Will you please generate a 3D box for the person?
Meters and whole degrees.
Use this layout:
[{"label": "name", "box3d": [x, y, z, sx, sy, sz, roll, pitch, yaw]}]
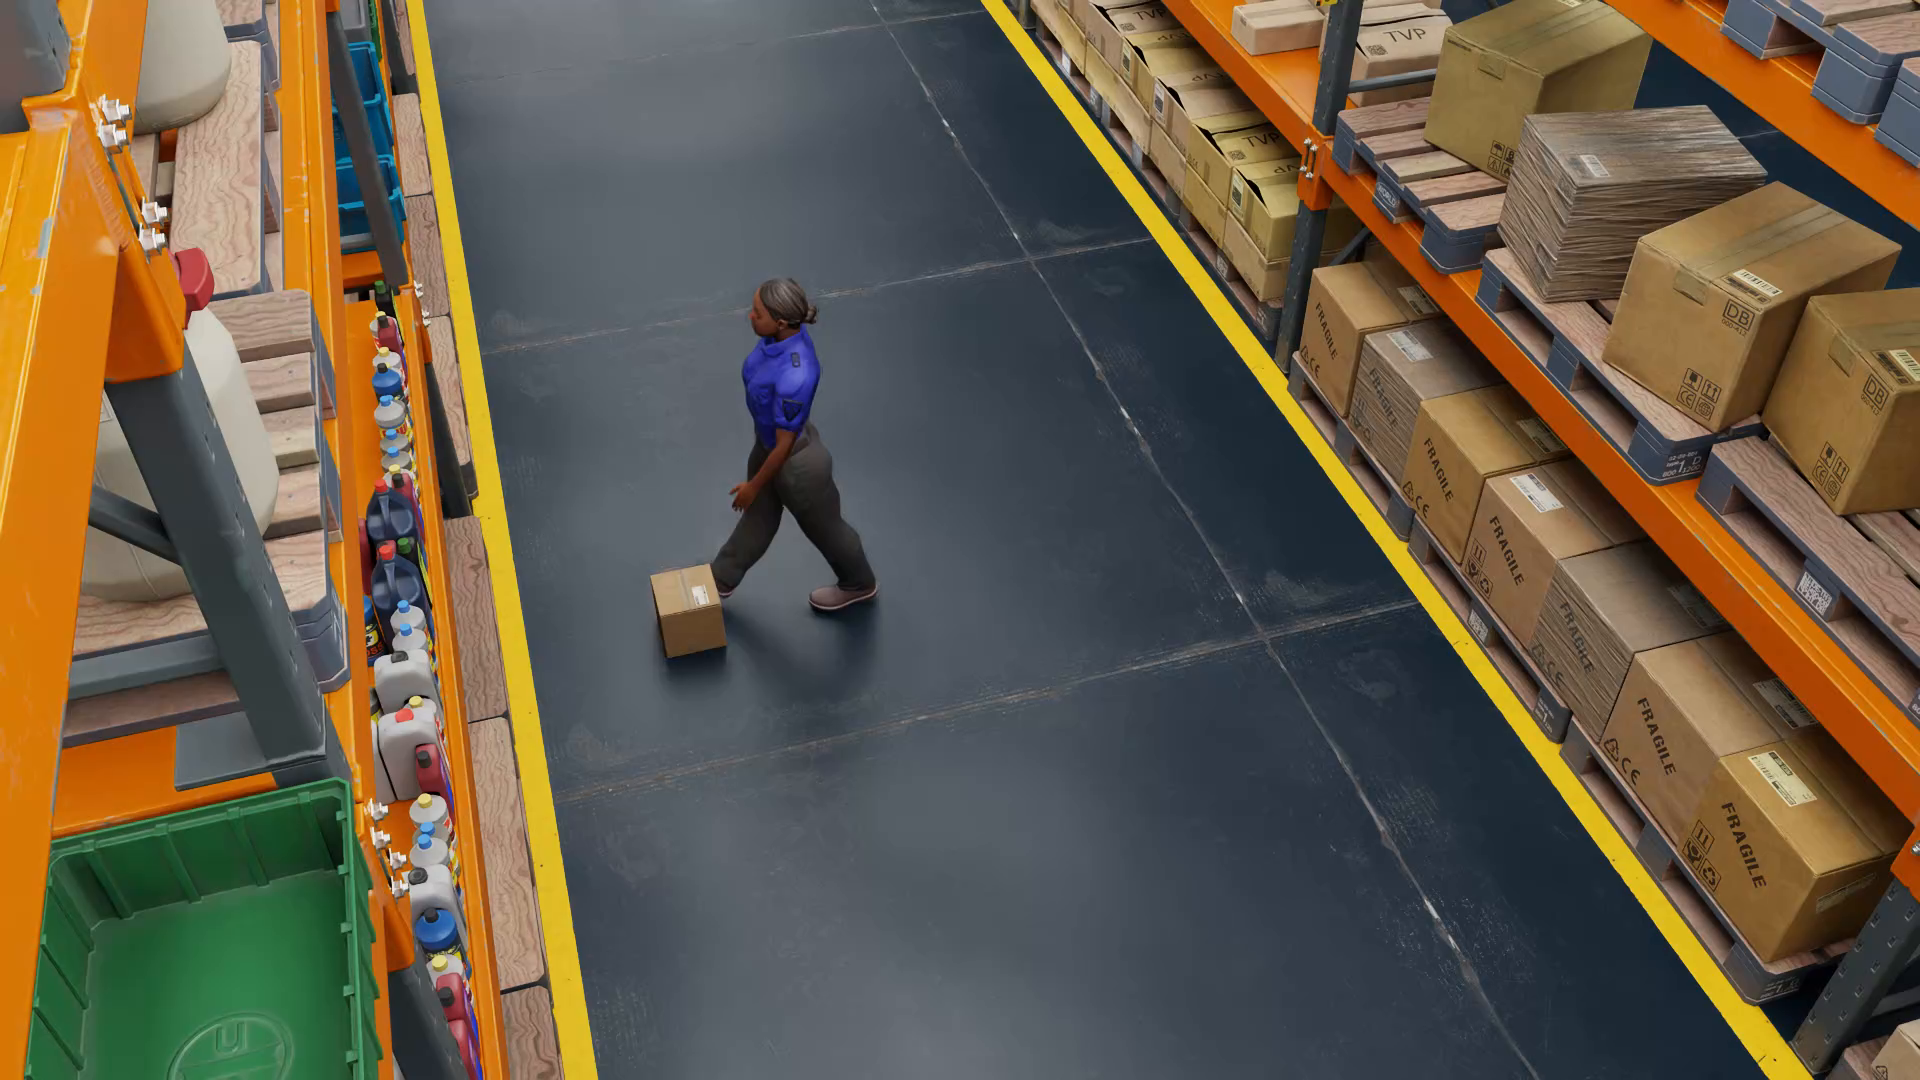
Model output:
[{"label": "person", "box3d": [-0.777, -0.302, 6.480, 0.866, 1.628, 0.451, -12, 44, -13]}]
